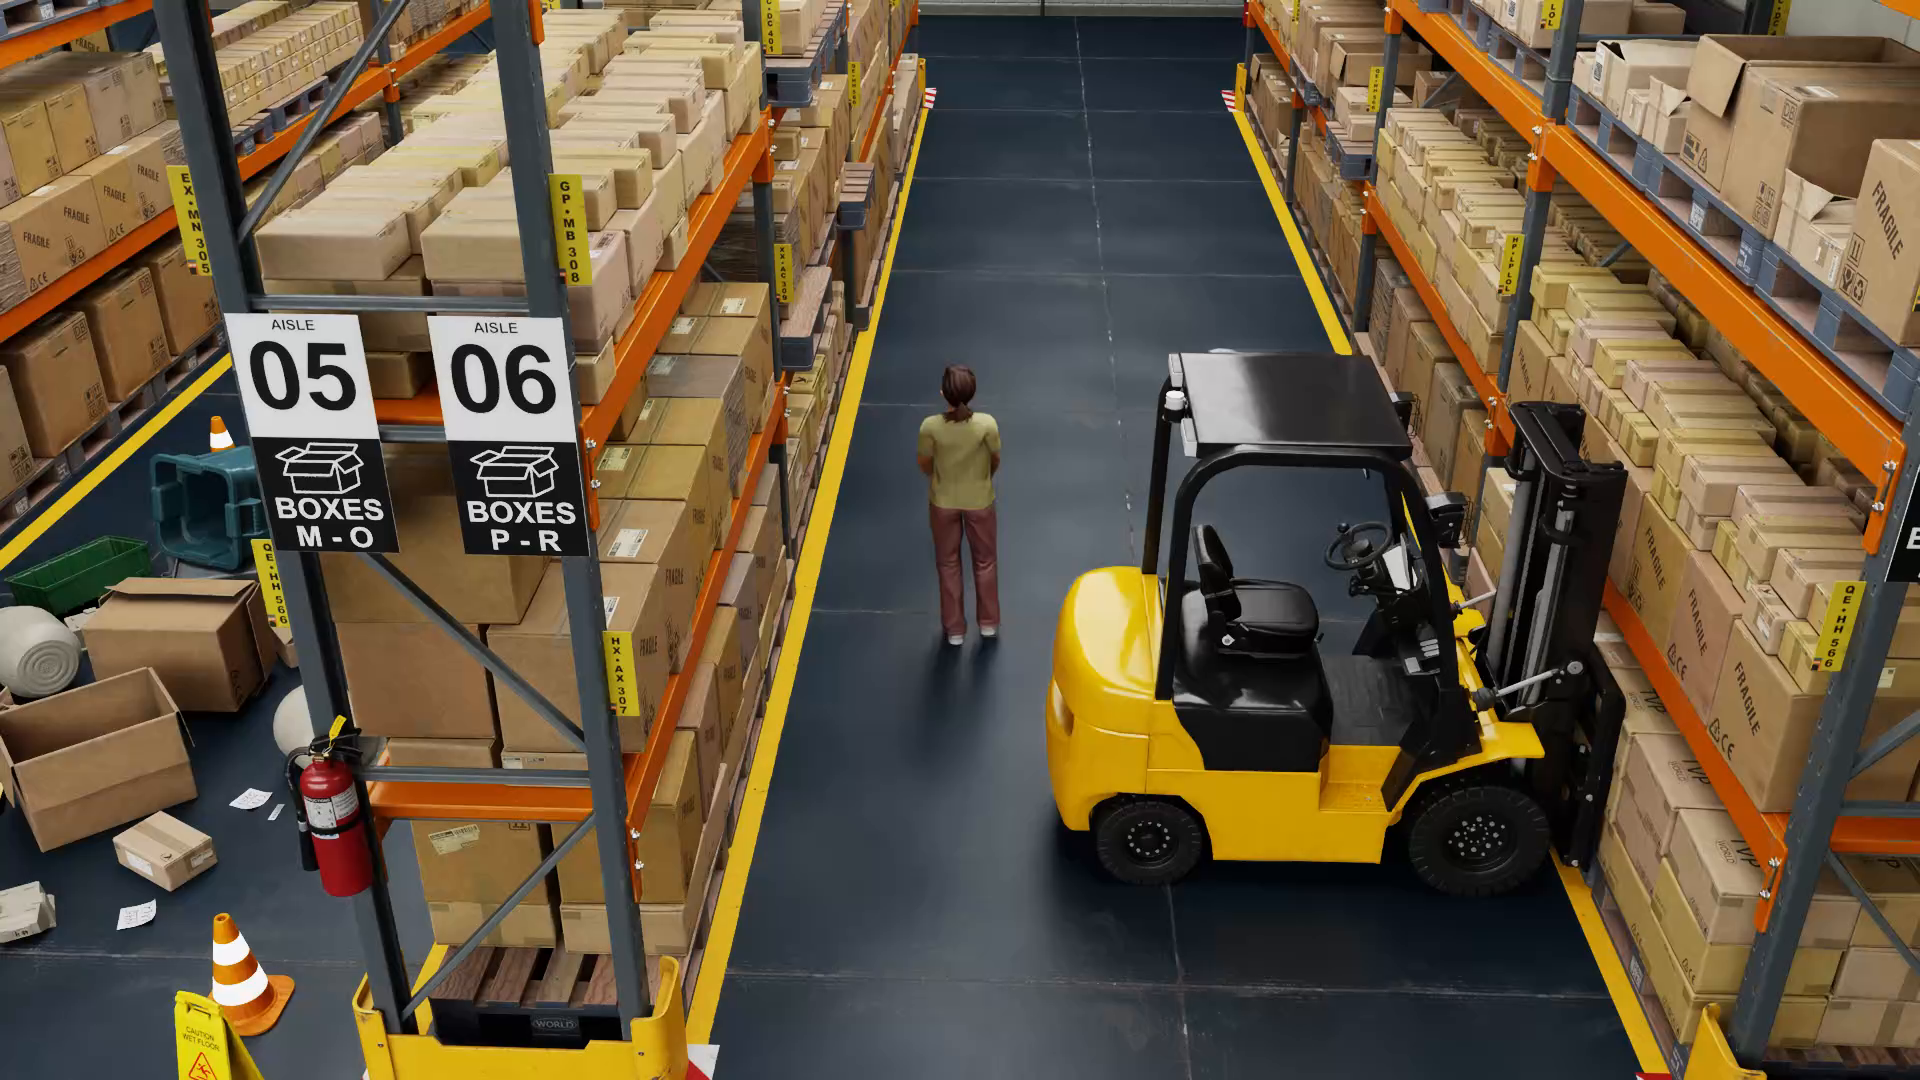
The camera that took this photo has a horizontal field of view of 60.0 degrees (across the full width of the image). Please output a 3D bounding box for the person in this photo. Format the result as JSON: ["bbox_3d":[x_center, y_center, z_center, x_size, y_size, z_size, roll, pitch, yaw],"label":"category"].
[{"bbox_3d":[0.000,-0.211,9.010,0.465,1.676,0.514,0,28,-1],"label":"person"}]
